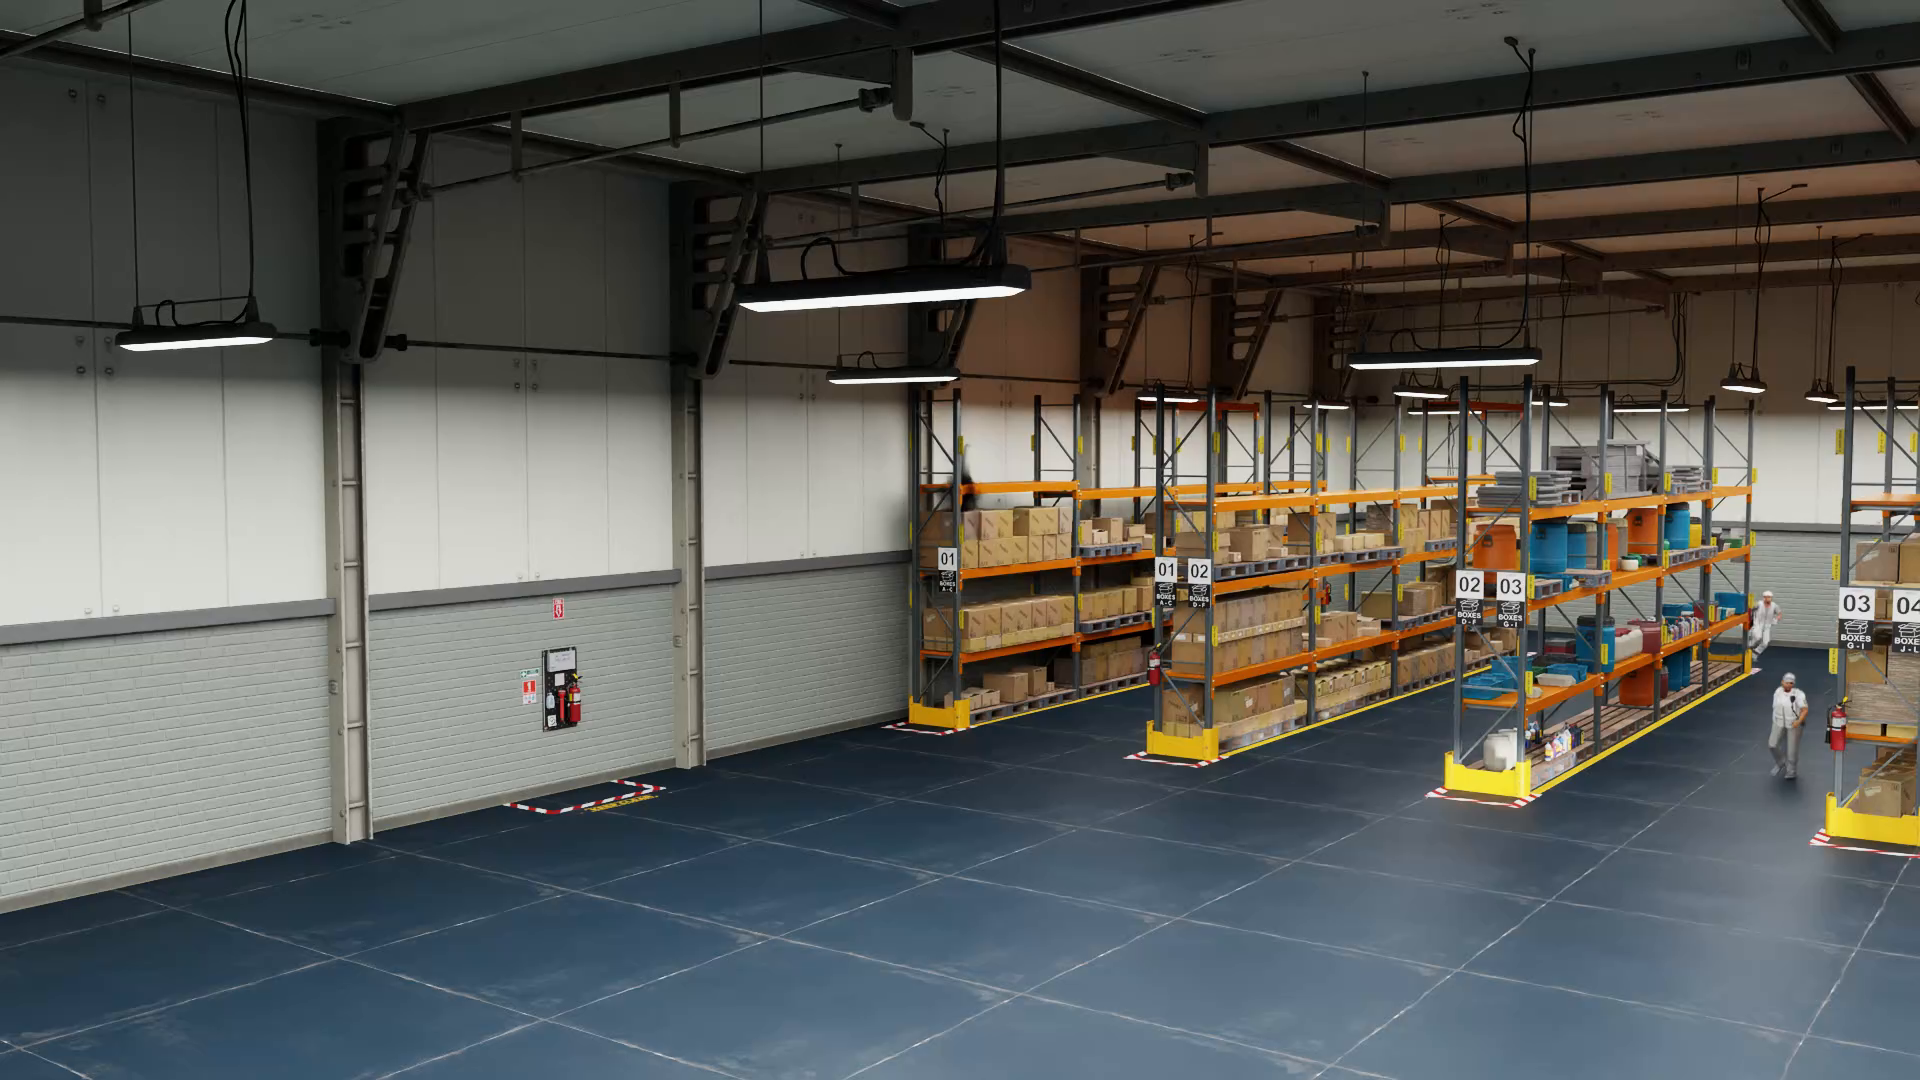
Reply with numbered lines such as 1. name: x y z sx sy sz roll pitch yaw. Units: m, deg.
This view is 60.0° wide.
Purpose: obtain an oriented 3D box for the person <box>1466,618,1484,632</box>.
1. person: 12.601 1.838 41.342 0.813 1.632 0.685 3 4 41

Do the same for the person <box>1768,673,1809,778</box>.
1. person: 12.345 2.774 24.791 0.589 1.614 0.766 3 4 43

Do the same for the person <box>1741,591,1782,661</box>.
1. person: 18.543 2.021 38.447 0.862 1.709 0.602 0 3 -1
